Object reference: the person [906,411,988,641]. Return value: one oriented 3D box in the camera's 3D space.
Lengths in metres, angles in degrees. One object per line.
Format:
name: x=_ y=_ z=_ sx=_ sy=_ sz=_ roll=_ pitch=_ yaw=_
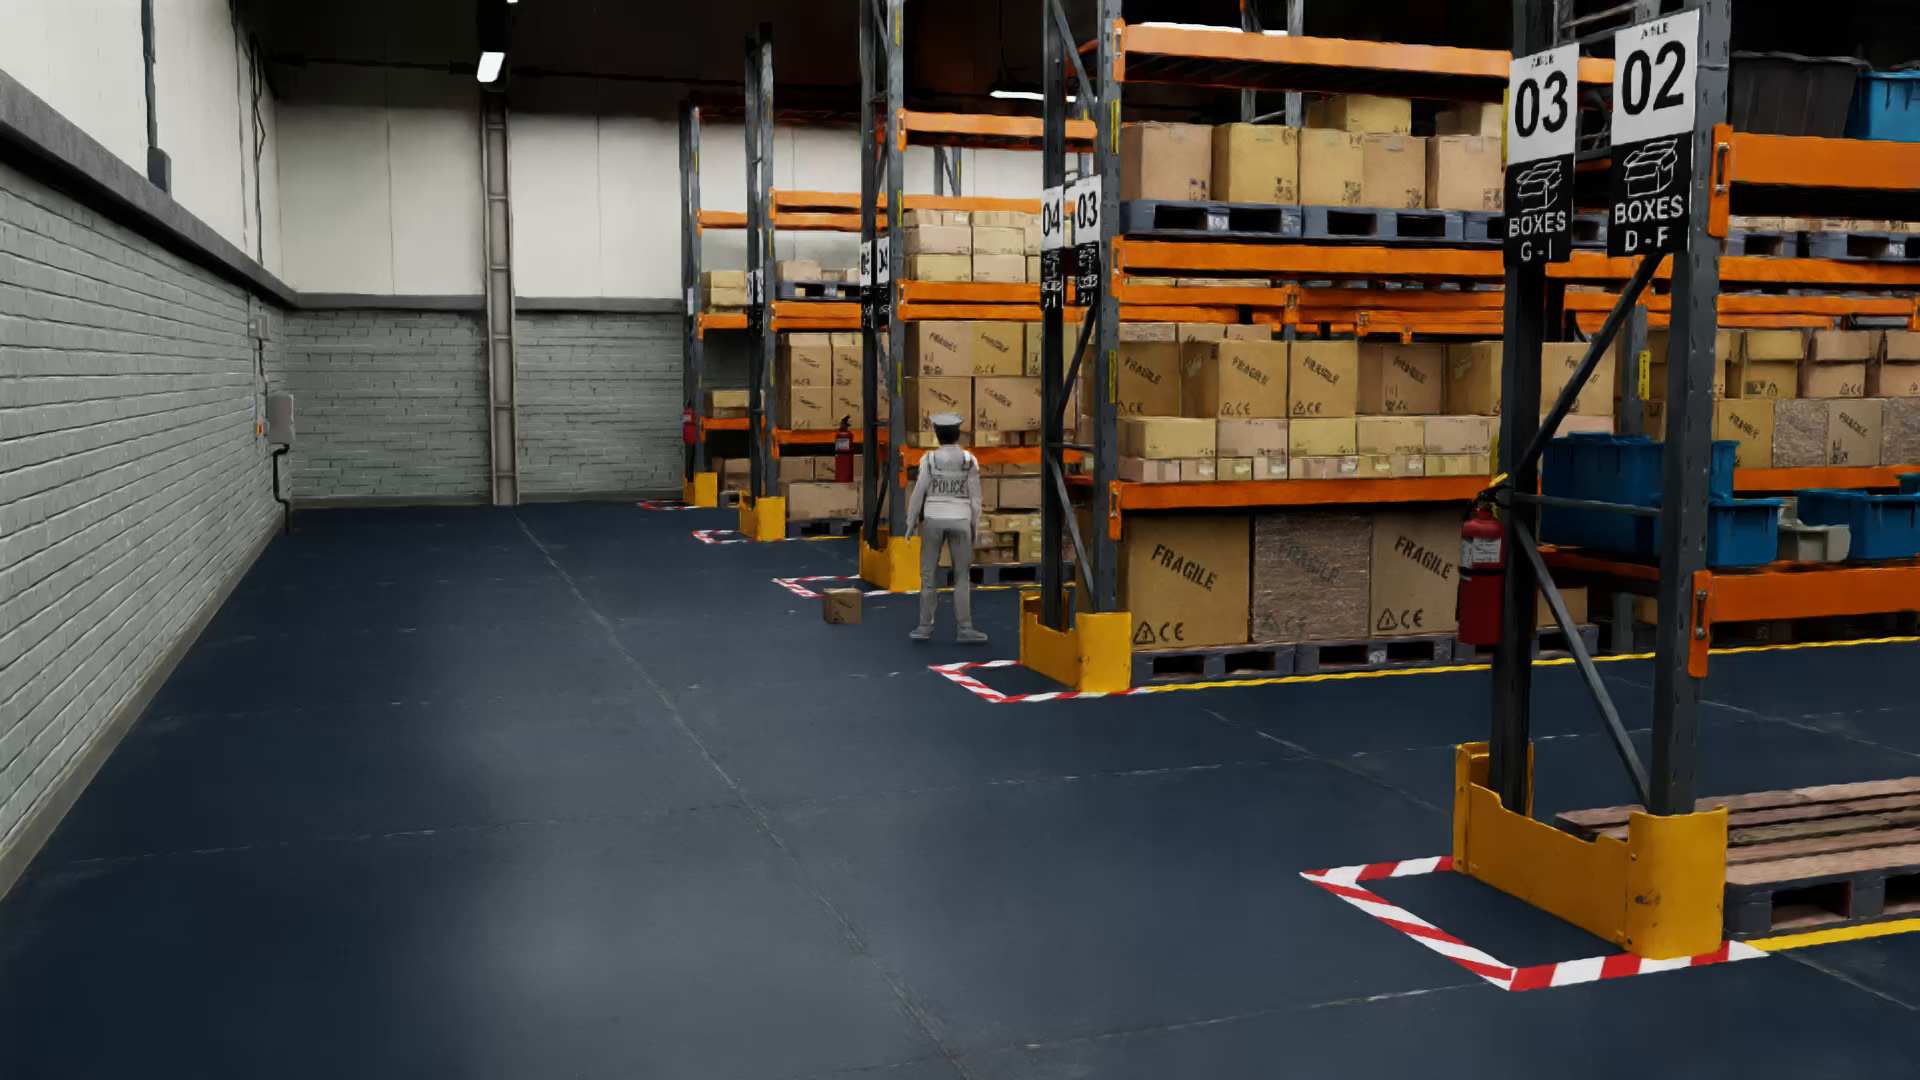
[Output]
person: x=-0.097 y=-0.096 z=12.195 sx=0.602 sy=1.688 sz=0.360 roll=0 pitch=6 yaw=-3
